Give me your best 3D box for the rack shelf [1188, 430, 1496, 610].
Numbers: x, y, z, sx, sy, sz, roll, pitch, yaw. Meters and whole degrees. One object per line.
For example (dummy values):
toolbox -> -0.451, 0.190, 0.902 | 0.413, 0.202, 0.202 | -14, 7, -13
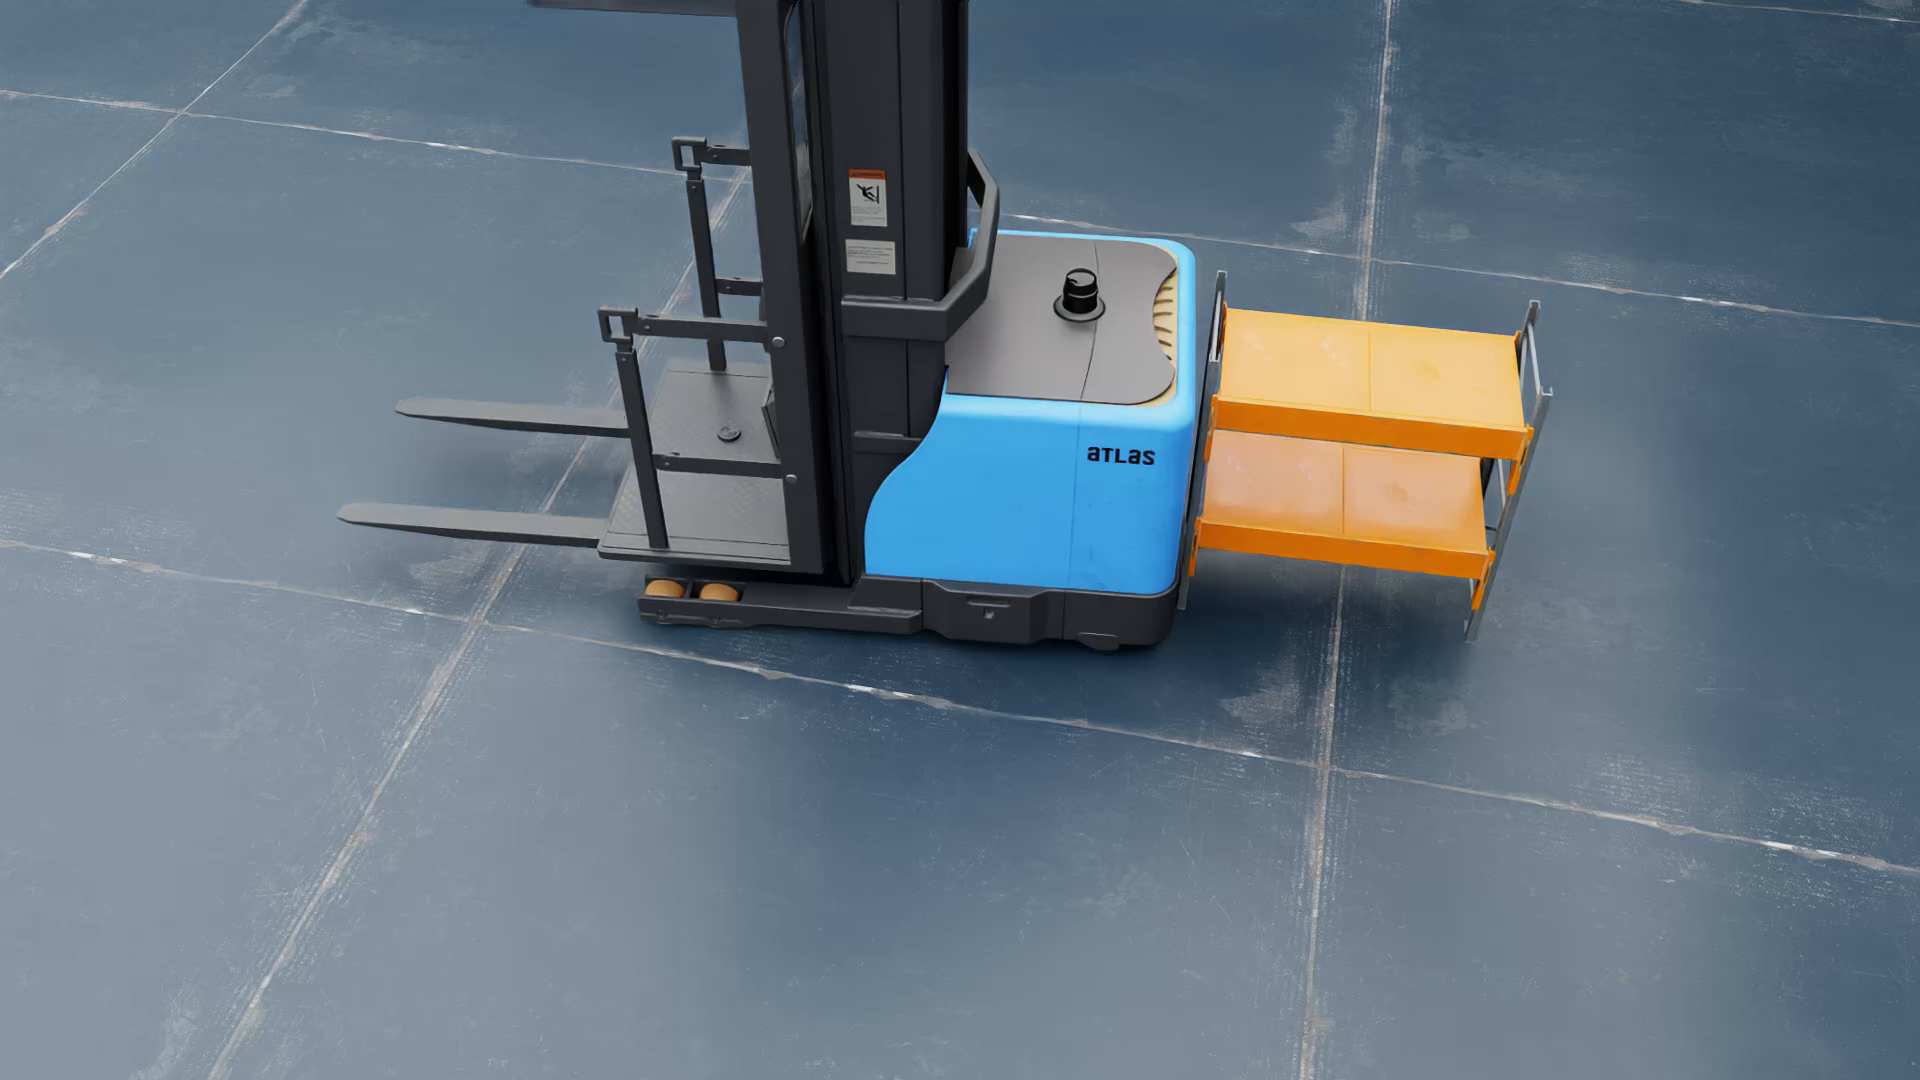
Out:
rack shelf -> 1.338, -0.091, 5.886 | 1.000, 0.278, 0.538 | 7, 44, 7

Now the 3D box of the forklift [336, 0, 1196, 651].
forklift -> -0.719, -1.101, 5.280 | 3.031, 2.935, 1.130 | 4, 44, 4

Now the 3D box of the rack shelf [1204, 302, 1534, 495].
rack shelf -> 1.338, -0.478, 5.513 | 1.000, 0.278, 0.538 | 7, 44, 7

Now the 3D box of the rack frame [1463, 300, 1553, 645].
rack frame -> 1.840, -0.209, 5.656 | 0.032, 1.125, 0.500 | 7, 44, 7

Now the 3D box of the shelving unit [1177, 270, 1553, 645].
shelving unit -> 1.338, -0.267, 5.716 | 1.048, 1.125, 0.538 | 7, 44, 7

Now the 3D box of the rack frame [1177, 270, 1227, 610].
rack frame -> 0.837, -0.325, 5.777 | 0.032, 1.125, 0.500 | 7, 44, 7
